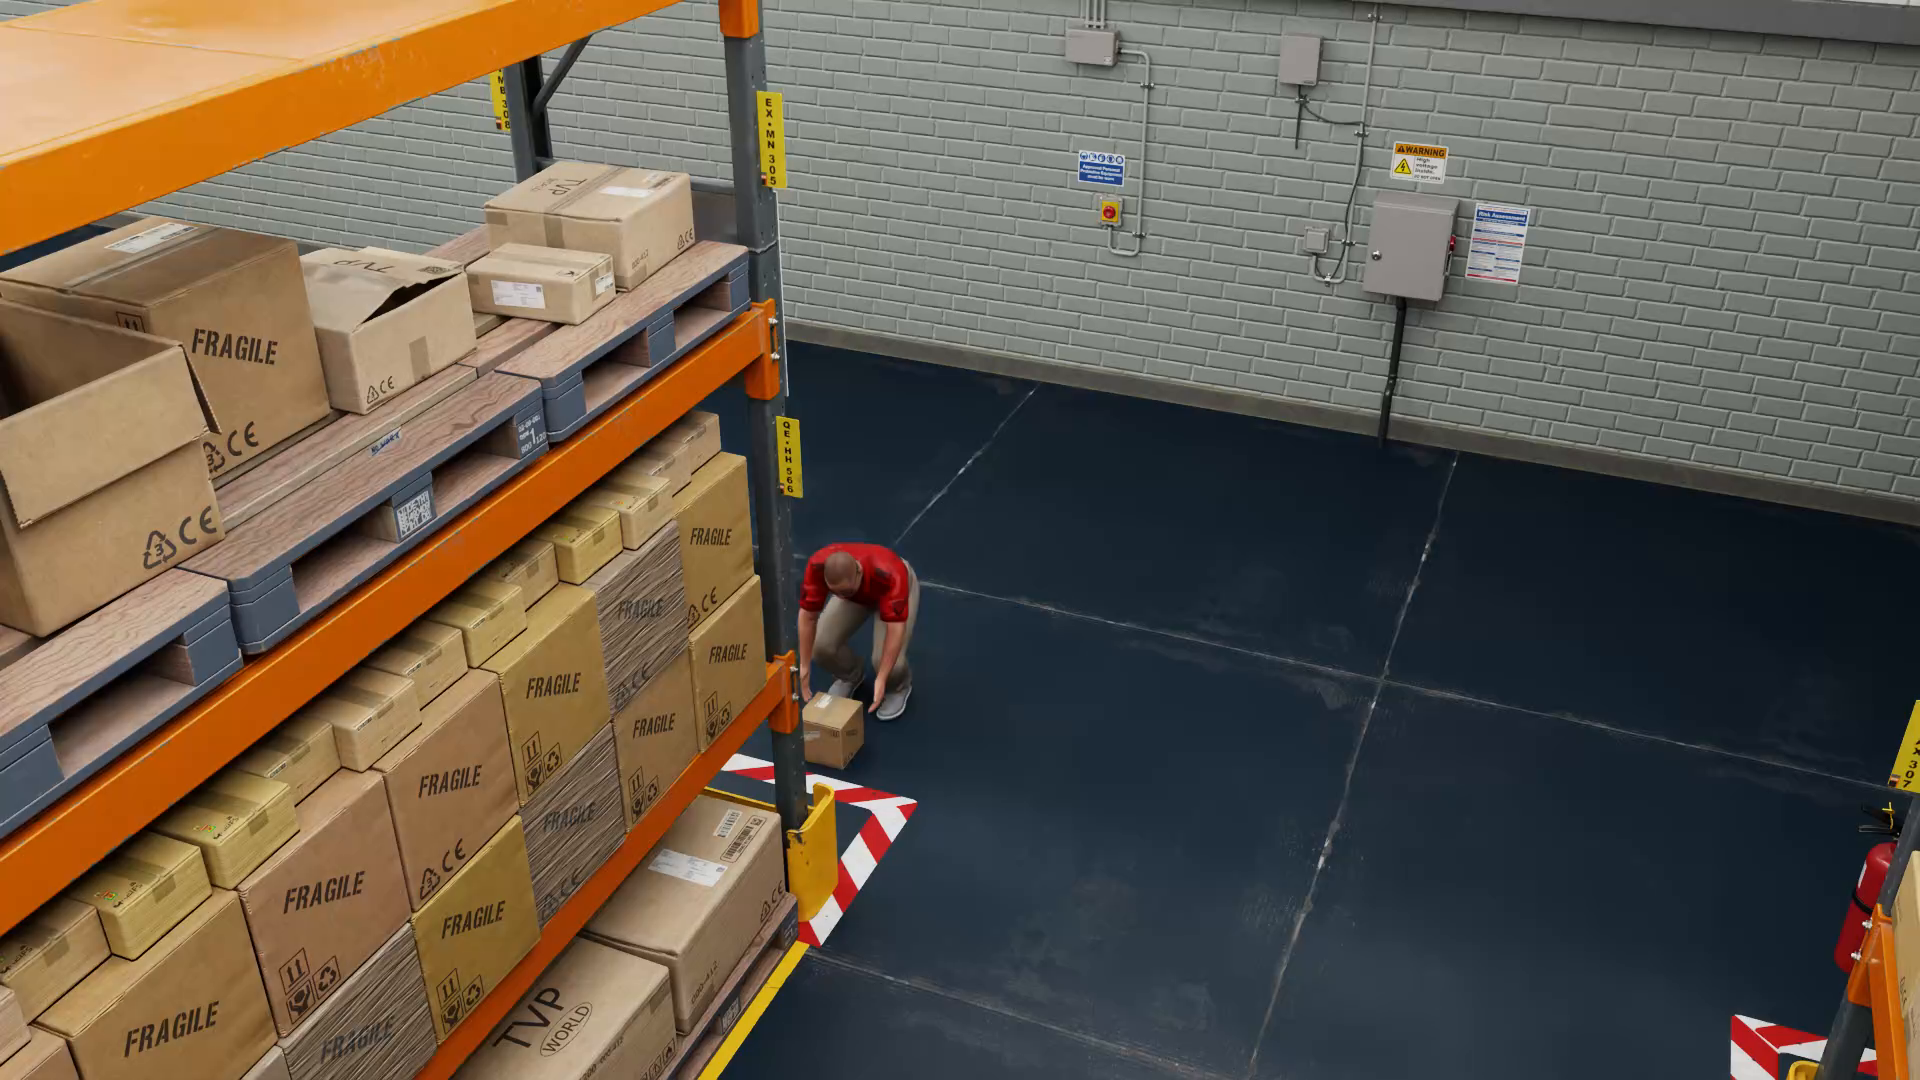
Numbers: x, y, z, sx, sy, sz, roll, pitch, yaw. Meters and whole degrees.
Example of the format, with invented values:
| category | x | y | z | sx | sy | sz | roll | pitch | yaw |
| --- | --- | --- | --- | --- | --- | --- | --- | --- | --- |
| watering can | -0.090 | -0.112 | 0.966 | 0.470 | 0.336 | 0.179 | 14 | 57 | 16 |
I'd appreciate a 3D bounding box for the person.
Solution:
| category | x | y | z | sx | sy | sz | roll | pitch | yaw |
| --- | --- | --- | --- | --- | --- | --- | --- | --- | --- |
| person | -0.469 | 0.398 | 8.342 | 0.577 | 1.114 | 0.830 | 11 | 31 | 19 |
